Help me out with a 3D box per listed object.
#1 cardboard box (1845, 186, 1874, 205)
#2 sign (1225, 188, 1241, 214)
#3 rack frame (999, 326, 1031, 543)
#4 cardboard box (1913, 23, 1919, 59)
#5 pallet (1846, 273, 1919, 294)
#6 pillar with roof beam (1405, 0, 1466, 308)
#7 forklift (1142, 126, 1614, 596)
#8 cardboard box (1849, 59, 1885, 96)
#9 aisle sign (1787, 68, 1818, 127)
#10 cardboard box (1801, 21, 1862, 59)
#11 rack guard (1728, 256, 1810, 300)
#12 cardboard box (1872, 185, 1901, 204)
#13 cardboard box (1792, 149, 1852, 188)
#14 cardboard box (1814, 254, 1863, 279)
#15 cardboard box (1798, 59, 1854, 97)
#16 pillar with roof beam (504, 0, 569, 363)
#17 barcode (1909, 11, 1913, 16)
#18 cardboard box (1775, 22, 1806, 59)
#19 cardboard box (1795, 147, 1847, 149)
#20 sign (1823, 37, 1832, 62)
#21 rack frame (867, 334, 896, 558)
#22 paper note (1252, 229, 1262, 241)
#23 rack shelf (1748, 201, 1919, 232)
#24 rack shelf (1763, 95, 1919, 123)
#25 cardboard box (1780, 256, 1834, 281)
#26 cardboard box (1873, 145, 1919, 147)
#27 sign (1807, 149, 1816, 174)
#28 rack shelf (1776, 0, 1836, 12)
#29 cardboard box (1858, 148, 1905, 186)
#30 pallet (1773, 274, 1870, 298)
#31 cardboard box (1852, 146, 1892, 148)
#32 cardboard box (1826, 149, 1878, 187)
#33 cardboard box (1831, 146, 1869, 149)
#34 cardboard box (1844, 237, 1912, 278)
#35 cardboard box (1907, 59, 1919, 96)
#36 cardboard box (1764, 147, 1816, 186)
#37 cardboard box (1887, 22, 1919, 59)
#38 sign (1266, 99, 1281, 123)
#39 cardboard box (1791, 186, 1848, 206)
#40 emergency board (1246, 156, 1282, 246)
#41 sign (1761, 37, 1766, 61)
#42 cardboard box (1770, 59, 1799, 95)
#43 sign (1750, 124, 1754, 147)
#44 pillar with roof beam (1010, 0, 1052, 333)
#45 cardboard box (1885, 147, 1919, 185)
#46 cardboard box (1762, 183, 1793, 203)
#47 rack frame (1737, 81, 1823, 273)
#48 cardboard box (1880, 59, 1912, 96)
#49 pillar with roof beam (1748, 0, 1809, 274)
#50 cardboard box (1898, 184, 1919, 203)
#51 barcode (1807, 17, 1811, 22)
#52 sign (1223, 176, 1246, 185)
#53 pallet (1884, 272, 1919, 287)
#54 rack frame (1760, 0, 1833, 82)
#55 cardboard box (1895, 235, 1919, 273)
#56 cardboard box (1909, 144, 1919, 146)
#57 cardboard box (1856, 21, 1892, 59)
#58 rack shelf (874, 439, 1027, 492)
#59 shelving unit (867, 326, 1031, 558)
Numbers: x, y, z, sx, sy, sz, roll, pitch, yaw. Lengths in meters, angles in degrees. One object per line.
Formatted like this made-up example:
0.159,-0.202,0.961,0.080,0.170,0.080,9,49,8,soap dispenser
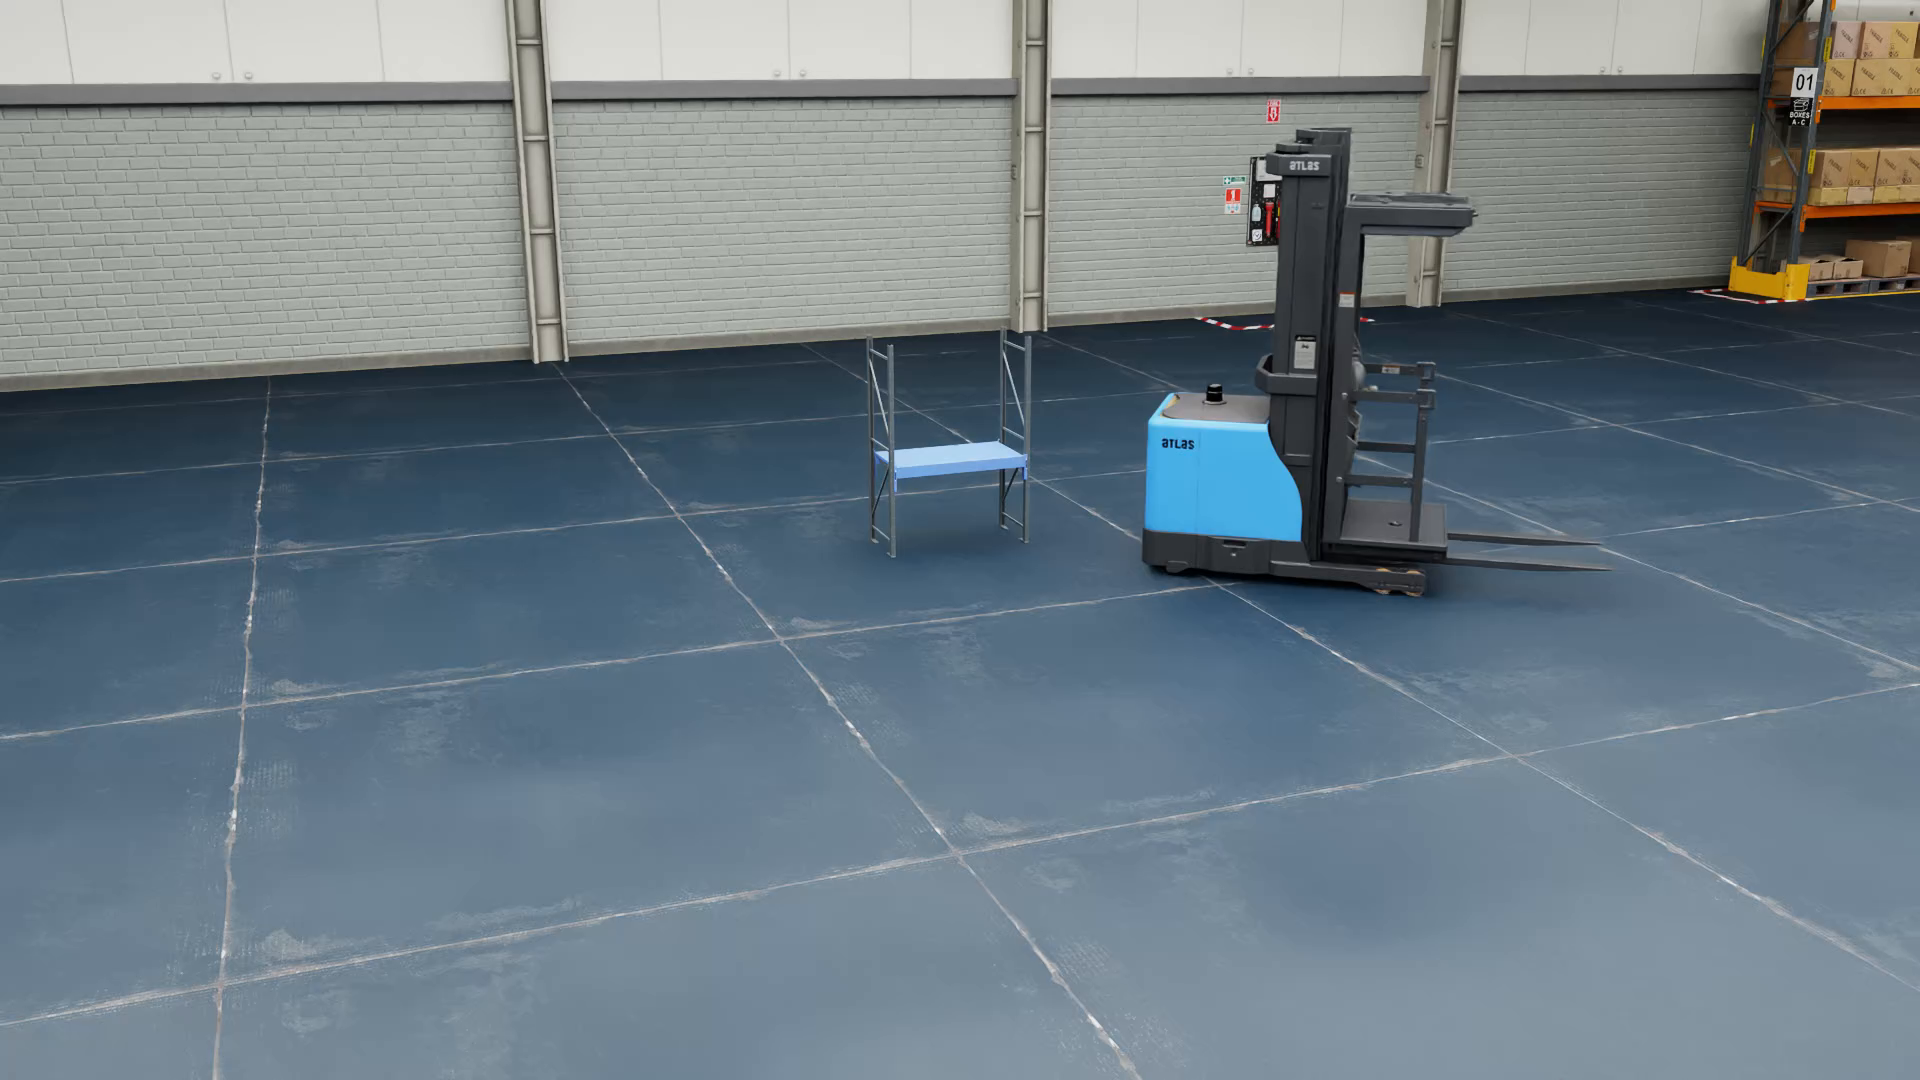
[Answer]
12.786,-4.991,24.002,0.500,0.250,0.500,-7,18,-22,cardboard box
3.603,-4.475,21.949,0.234,0.329,0.001,-6,17,-20,sign
0.395,-0.762,12.032,0.032,1.500,0.500,-6,17,-20,rack frame
14.109,-7.176,23.902,0.500,0.500,0.500,-7,18,-22,cardboard box
13.716,-3.896,24.991,1.213,0.211,1.003,-6,17,-20,pallet
8.018,-6.471,18.163,0.400,9.000,9.100,-6,17,-20,pillar with roof beam
2.816,-1.205,11.000,3.031,2.935,1.130,4,17,15,forklift
12.652,-6.541,23.514,0.500,0.500,0.500,-5,17,-16,cardboard box
11.777,-6.193,23.250,0.004,0.787,0.394,-6,17,-20,aisle sign
12.183,-6.983,23.244,0.500,0.500,0.500,-8,18,-24,cardboard box
11.807,-3.840,24.288,0.348,0.500,1.175,-6,17,-20,rack guard
13.263,-5.041,24.172,0.500,0.250,0.500,-6,18,-21,cardboard box
12.290,-5.298,23.717,0.500,0.500,0.500,-6,17,-20,cardboard box
12.947,-4.056,24.579,0.500,0.311,0.500,-5,17,-15,cardboard box
12.138,-6.497,23.361,0.500,0.500,0.500,-6,17,-19,cardboard box
-3.187,-5.261,14.043,0.400,9.000,9.100,-6,17,-20,pillar with roof beam
14.020,-7.759,24.501,0.075,0.075,0.001,-6,17,-20,barcode
12.046,-7.121,23.712,0.500,0.500,0.500,-5,17,-18,cardboard box
12.574,-5.481,24.339,0.500,0.500,0.500,-6,17,-19,cardboard box
11.931,-6.748,22.878,0.005,0.325,0.100,-6,17,-20,sign
-0.554,-0.660,11.683,0.032,1.500,0.500,-6,17,-20,rack frame
3.967,-4.064,22.176,0.142,0.148,0.016,-6,17,-20,paper note
13.604,-4.888,24.698,4.000,0.370,1.077,-6,17,-20,rack shelf
13.604,-6.328,24.275,4.000,0.370,1.077,-6,17,-20,rack shelf
12.415,-3.999,24.384,0.500,0.311,0.500,-8,18,-26,cardboard box
14.006,-5.640,24.881,0.500,0.500,0.500,-6,17,-19,cardboard box
11.931,-5.305,23.302,0.005,0.325,0.100,-6,17,-20,sign
13.604,-7.765,23.853,4.000,0.370,1.077,-6,17,-20,rack shelf
13.240,-5.396,24.050,0.500,0.500,0.500,-7,18,-22,cardboard box
12.579,-3.774,24.576,1.213,0.211,1.003,-6,17,-20,pallet
13.526,-5.585,24.693,0.500,0.500,0.500,-6,17,-19,cardboard box
12.755,-5.346,23.878,0.500,0.500,0.500,-6,17,-20,cardboard box
13.055,-5.534,24.520,0.500,0.500,0.500,-7,18,-22,cardboard box
13.650,-4.208,24.760,0.500,0.500,0.700,-7,18,-24,cardboard box
13.629,-6.654,23.898,0.500,0.500,0.500,-5,17,-17,cardboard box
12.101,-5.433,24.175,0.500,0.500,0.500,-6,18,-21,cardboard box
13.144,-7.075,23.557,0.500,0.500,0.500,-6,17,-19,cardboard box
4.113,-5.624,21.811,0.199,0.298,0.001,-6,17,-20,sign
12.306,-4.935,23.811,0.500,0.250,0.500,-7,18,-22,cardboard box
4.157,-4.486,22.051,0.643,1.169,0.194,-6,17,-20,emergency board
11.557,-7.044,23.867,0.005,0.325,0.100,-6,17,-20,sign
12.036,-6.637,23.840,0.500,0.500,0.500,-5,17,-16,cardboard box
11.557,-5.887,24.206,0.005,0.325,0.100,-6,17,-20,sign
2.416,-5.866,16.103,0.400,9.000,9.100,-6,17,-20,pillar with roof beam
13.717,-5.451,24.238,0.500,0.500,0.500,-6,17,-18,cardboard box
12.104,-5.068,24.262,0.500,0.250,0.500,-6,17,-19,cardboard box
11.736,-5.032,23.910,0.127,3.000,1.000,-6,17,-20,rack frame
13.136,-6.595,23.695,0.500,0.500,0.500,-5,17,-18,cardboard box
13.621,-7.076,20.223,0.400,9.000,9.100,-6,17,-20,pillar with roof beam
13.736,-5.091,24.343,0.500,0.250,0.500,-6,17,-20,cardboard box
12.221,-7.490,23.939,0.075,0.075,0.001,-6,17,-20,barcode
3.611,-4.727,21.867,0.331,0.109,0.001,-6,17,-20,sign
14.857,-4.020,25.414,1.213,0.211,1.003,-6,17,-20,pallet
11.736,-7.910,23.065,0.127,3.000,1.000,-6,17,-20,rack frame
14.517,-4.332,25.181,0.500,0.500,0.500,-8,18,-24,cardboard box
14.474,-5.689,25.047,0.500,0.500,0.500,-6,17,-20,cardboard box
12.670,-7.021,23.371,0.500,0.500,0.500,-6,18,-21,cardboard box
-0.080,-0.538,11.908,1.000,0.185,0.538,-6,17,-20,rack shelf
-0.080,-0.711,11.858,1.048,1.500,0.538,-6,17,-20,shelving unit
